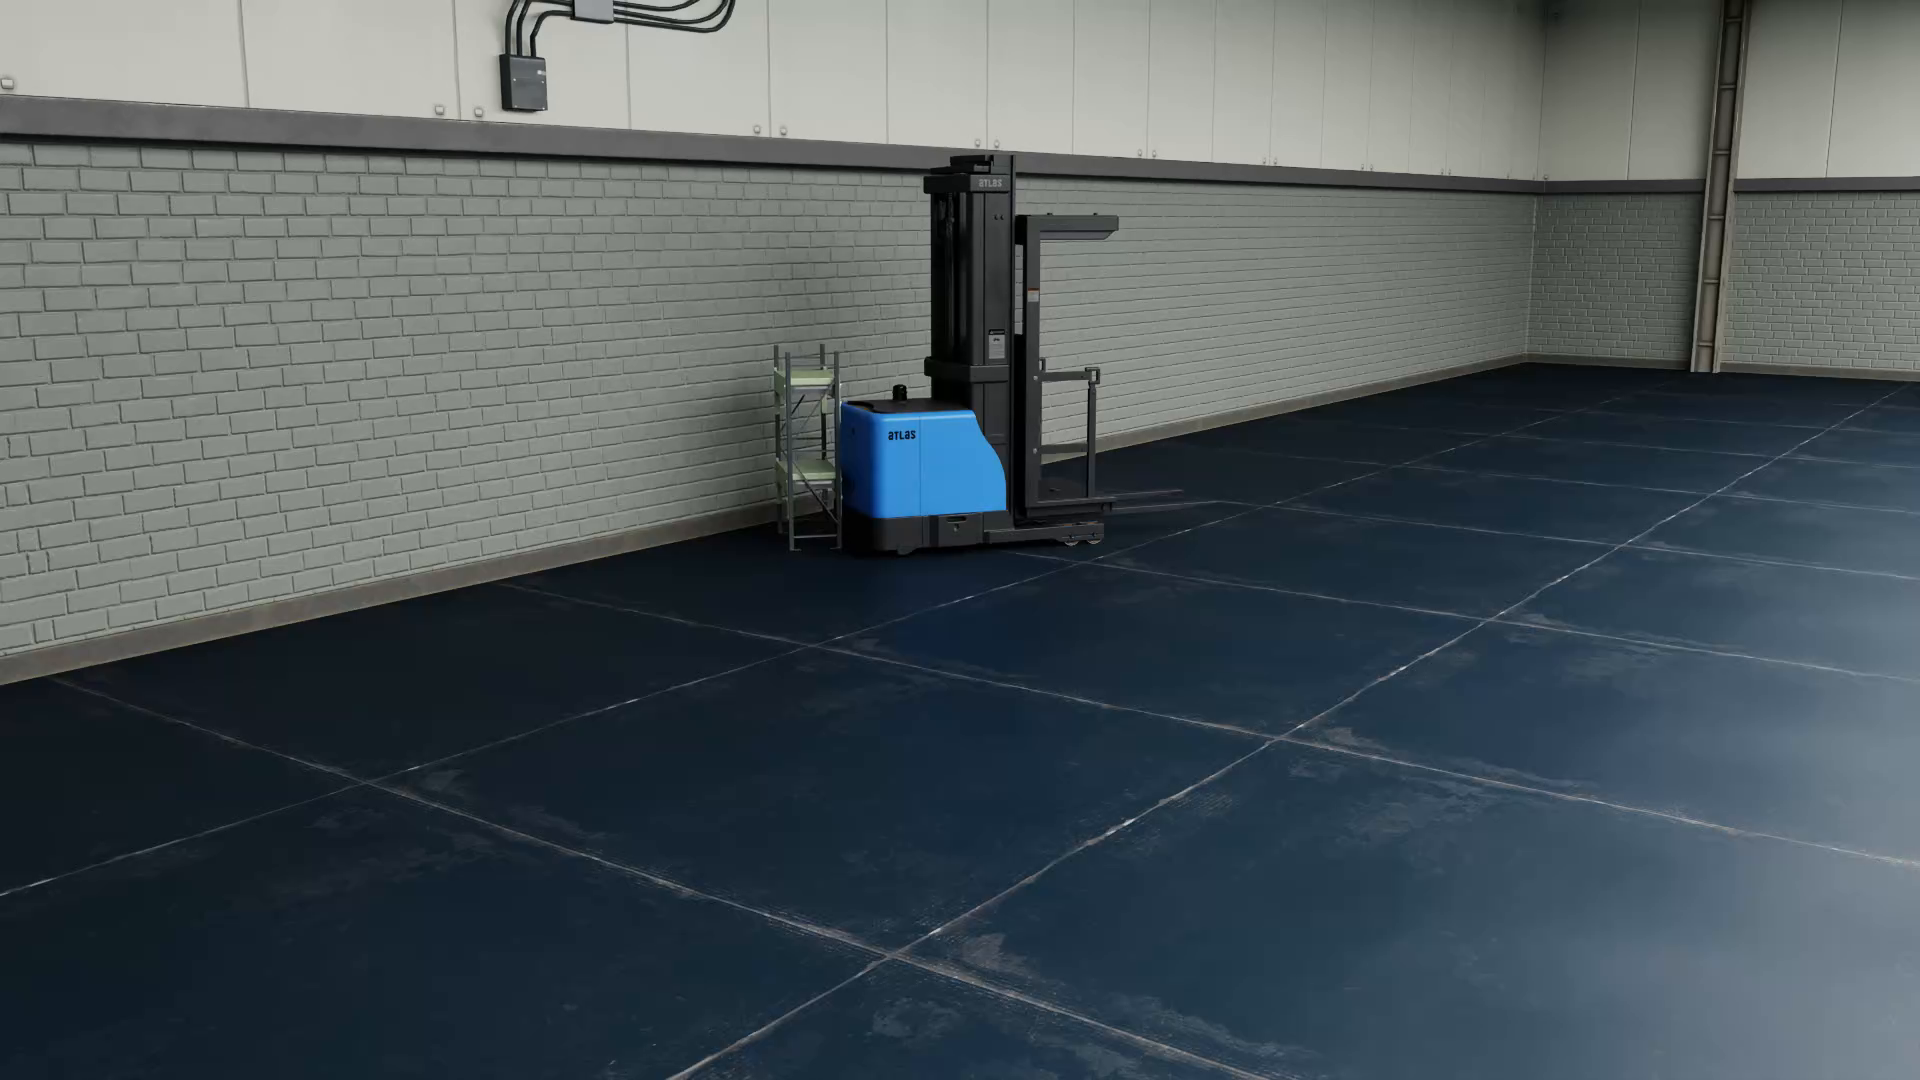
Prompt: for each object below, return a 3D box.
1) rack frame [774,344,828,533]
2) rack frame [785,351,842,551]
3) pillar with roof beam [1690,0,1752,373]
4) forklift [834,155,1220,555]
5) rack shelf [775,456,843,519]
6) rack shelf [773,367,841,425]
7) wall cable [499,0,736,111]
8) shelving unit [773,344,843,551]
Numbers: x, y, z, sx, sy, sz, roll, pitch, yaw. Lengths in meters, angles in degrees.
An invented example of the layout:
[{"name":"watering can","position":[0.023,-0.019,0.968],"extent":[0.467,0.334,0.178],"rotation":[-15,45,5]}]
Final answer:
[{"name":"rack frame","position":[-1.263,-0.800,13.214],"extent":[0.400,1.500,0.023],"rotation":[-3,11,-13]},{"name":"rack frame","position":[-1.099,-0.664,12.514],"extent":[0.400,1.500,0.023],"rotation":[-3,11,-13]},{"name":"pillar with roof beam","position":[9.707,-6.530,23.092],"extent":[0.400,9.000,9.100],"rotation":[8,13,36]},{"name":"forklift","position":[0.577,-1.483,12.979],"extent":[3.031,2.935,1.130],"rotation":[-4,12,-22]},{"name":"rack shelf","position":[-1.181,-0.412,12.926],"extent":[0.431,0.370,0.720],"rotation":[-3,11,-13]},{"name":"rack shelf","position":[-1.181,-1.115,12.790],"extent":[0.431,0.370,0.720],"rotation":[-3,11,-13]},{"name":"wall cable","position":[-2.349,-6.022,11.511],"extent":[0.169,6.003,2.305],"rotation":[8,13,36]},{"name":"shelving unit","position":[-1.181,-0.732,12.864],"extent":[0.431,1.500,0.755],"rotation":[-3,11,-13]}]
